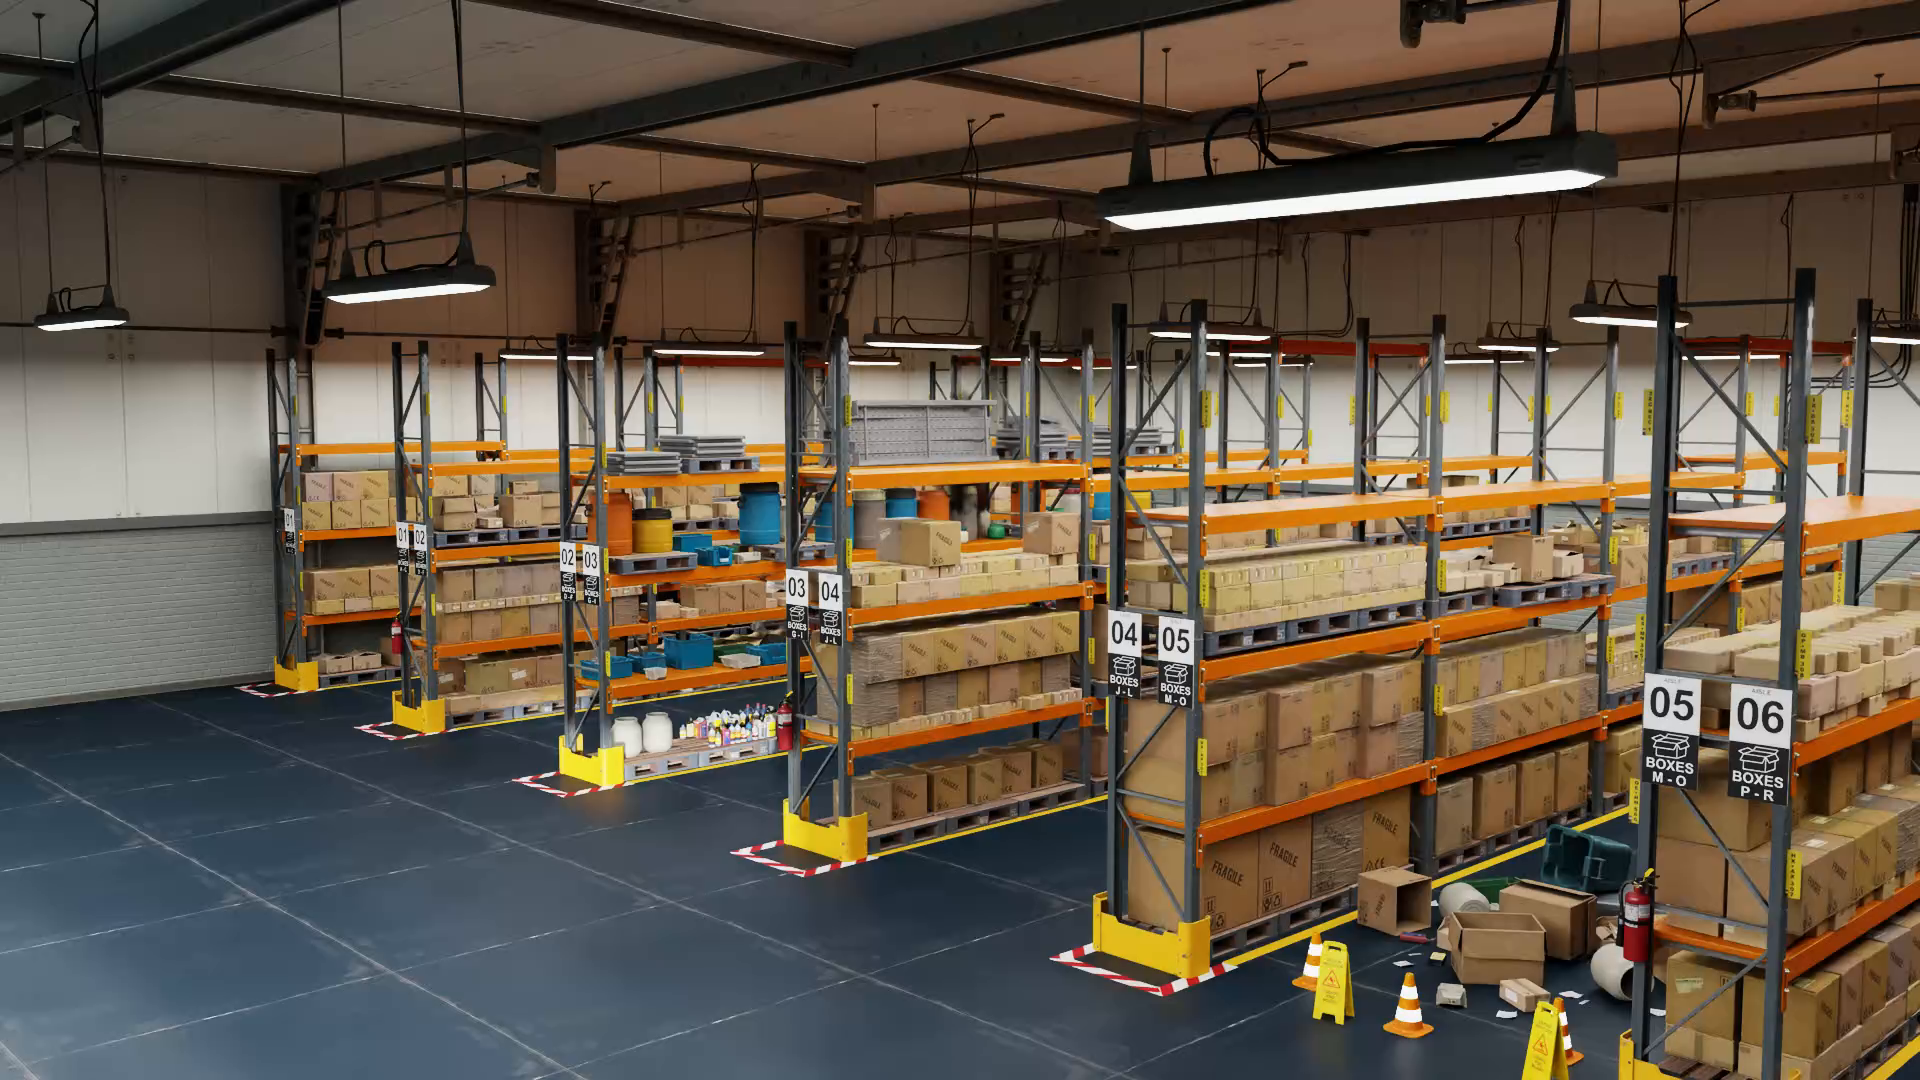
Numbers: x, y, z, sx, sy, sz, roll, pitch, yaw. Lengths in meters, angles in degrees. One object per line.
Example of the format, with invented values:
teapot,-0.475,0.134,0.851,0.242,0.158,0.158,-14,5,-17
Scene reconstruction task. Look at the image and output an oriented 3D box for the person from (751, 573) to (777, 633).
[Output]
person,-4.002,1.406,33.260,0.675,1.641,0.557,4,7,41
